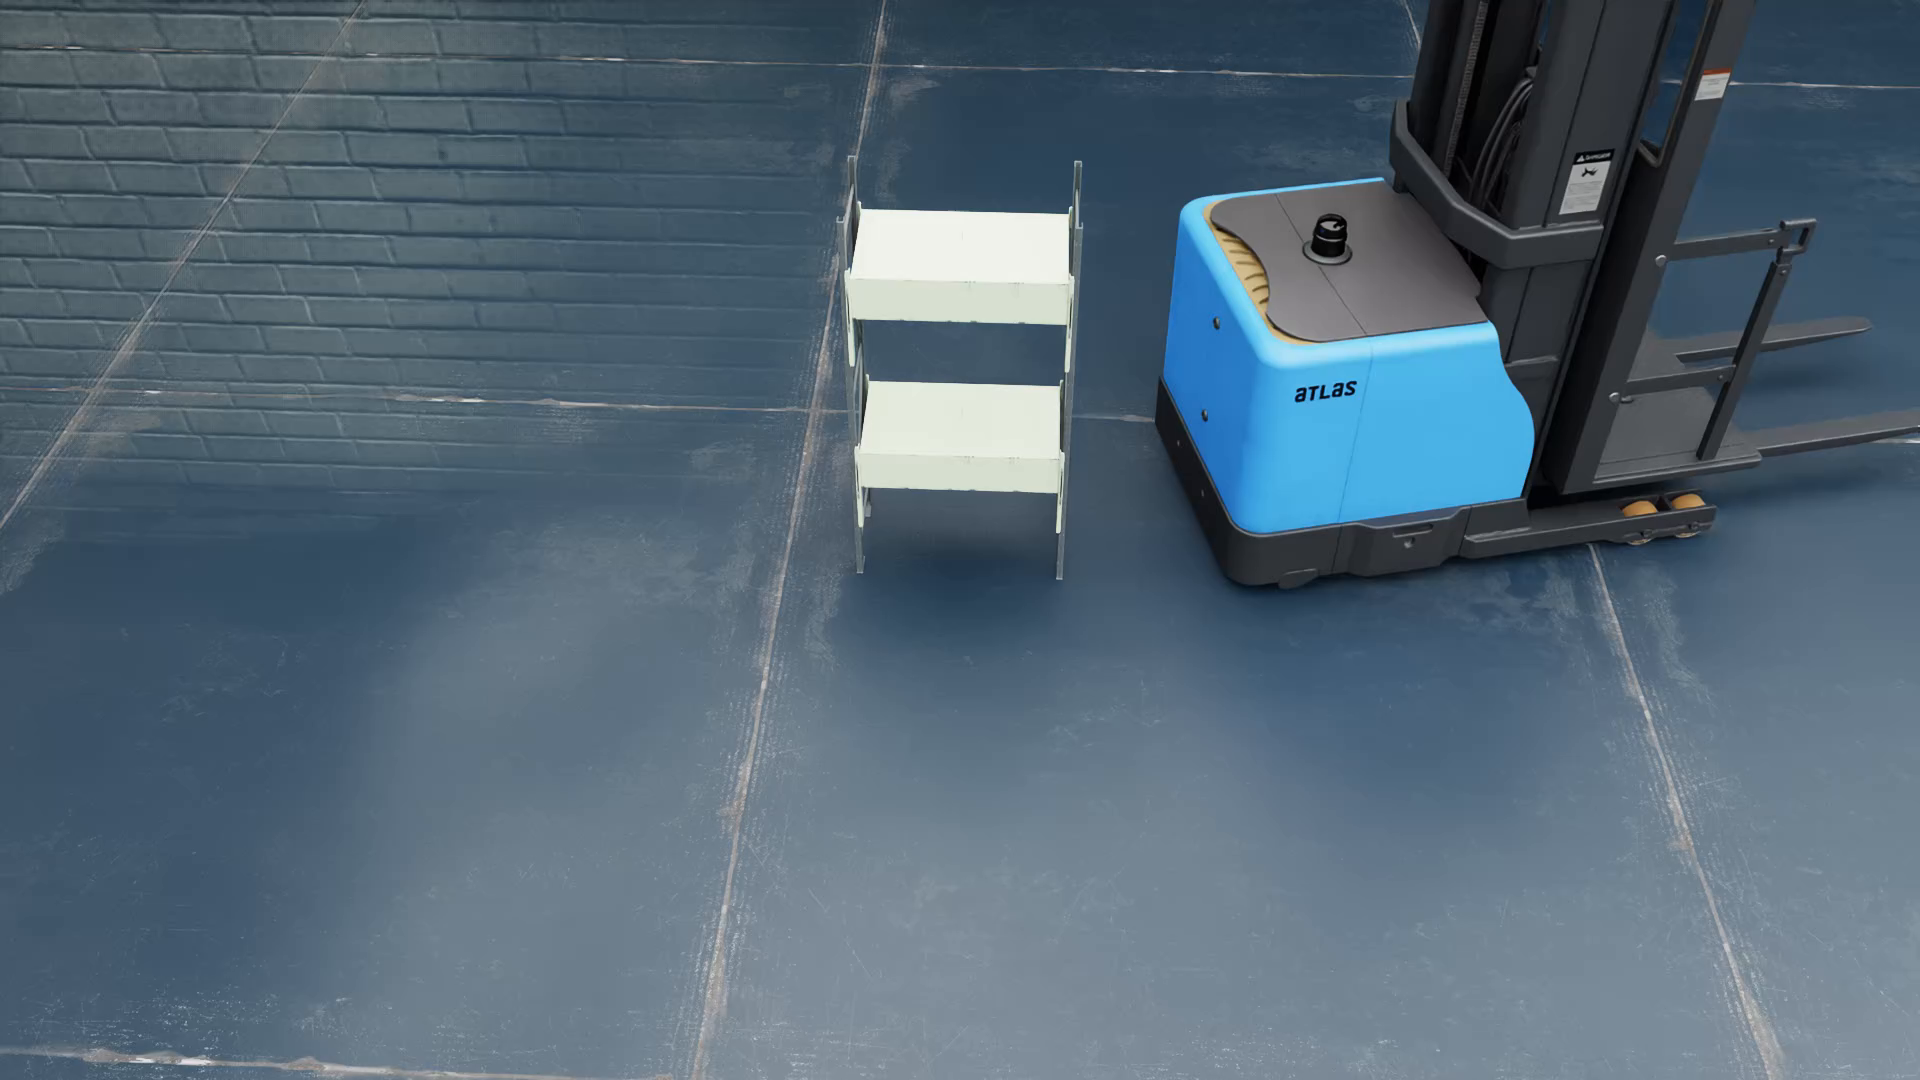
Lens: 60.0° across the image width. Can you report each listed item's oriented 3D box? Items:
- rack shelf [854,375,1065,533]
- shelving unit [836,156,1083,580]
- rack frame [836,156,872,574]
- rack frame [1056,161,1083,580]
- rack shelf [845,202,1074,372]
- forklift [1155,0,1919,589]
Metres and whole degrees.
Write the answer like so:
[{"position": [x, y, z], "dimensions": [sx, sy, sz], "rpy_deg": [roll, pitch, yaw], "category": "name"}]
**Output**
[{"position": [0.007, -0.310, 5.961], "dimensions": [0.720, 0.370, 0.431], "rpy_deg": [2, 43, 2], "category": "rack shelf"}, {"position": [0.007, -0.549, 5.739], "dimensions": [0.755, 1.500, 0.431], "rpy_deg": [2, 43, 2], "category": "shelving unit"}, {"position": [-0.359, -0.560, 5.751], "dimensions": [0.023, 1.500, 0.400], "rpy_deg": [2, 43, 2], "category": "rack frame"}, {"position": [0.372, -0.537, 5.727], "dimensions": [0.023, 1.500, 0.400], "rpy_deg": [2, 43, 2], "category": "rack frame"}, {"position": [0.007, -0.834, 5.473], "dimensions": [0.720, 0.370, 0.431], "rpy_deg": [2, 43, 2], "category": "rack shelf"}, {"position": [2.348, -1.401, 5.604], "dimensions": [3.031, 2.935, 1.130], "rpy_deg": [-8, 44, -8], "category": "forklift"}]
